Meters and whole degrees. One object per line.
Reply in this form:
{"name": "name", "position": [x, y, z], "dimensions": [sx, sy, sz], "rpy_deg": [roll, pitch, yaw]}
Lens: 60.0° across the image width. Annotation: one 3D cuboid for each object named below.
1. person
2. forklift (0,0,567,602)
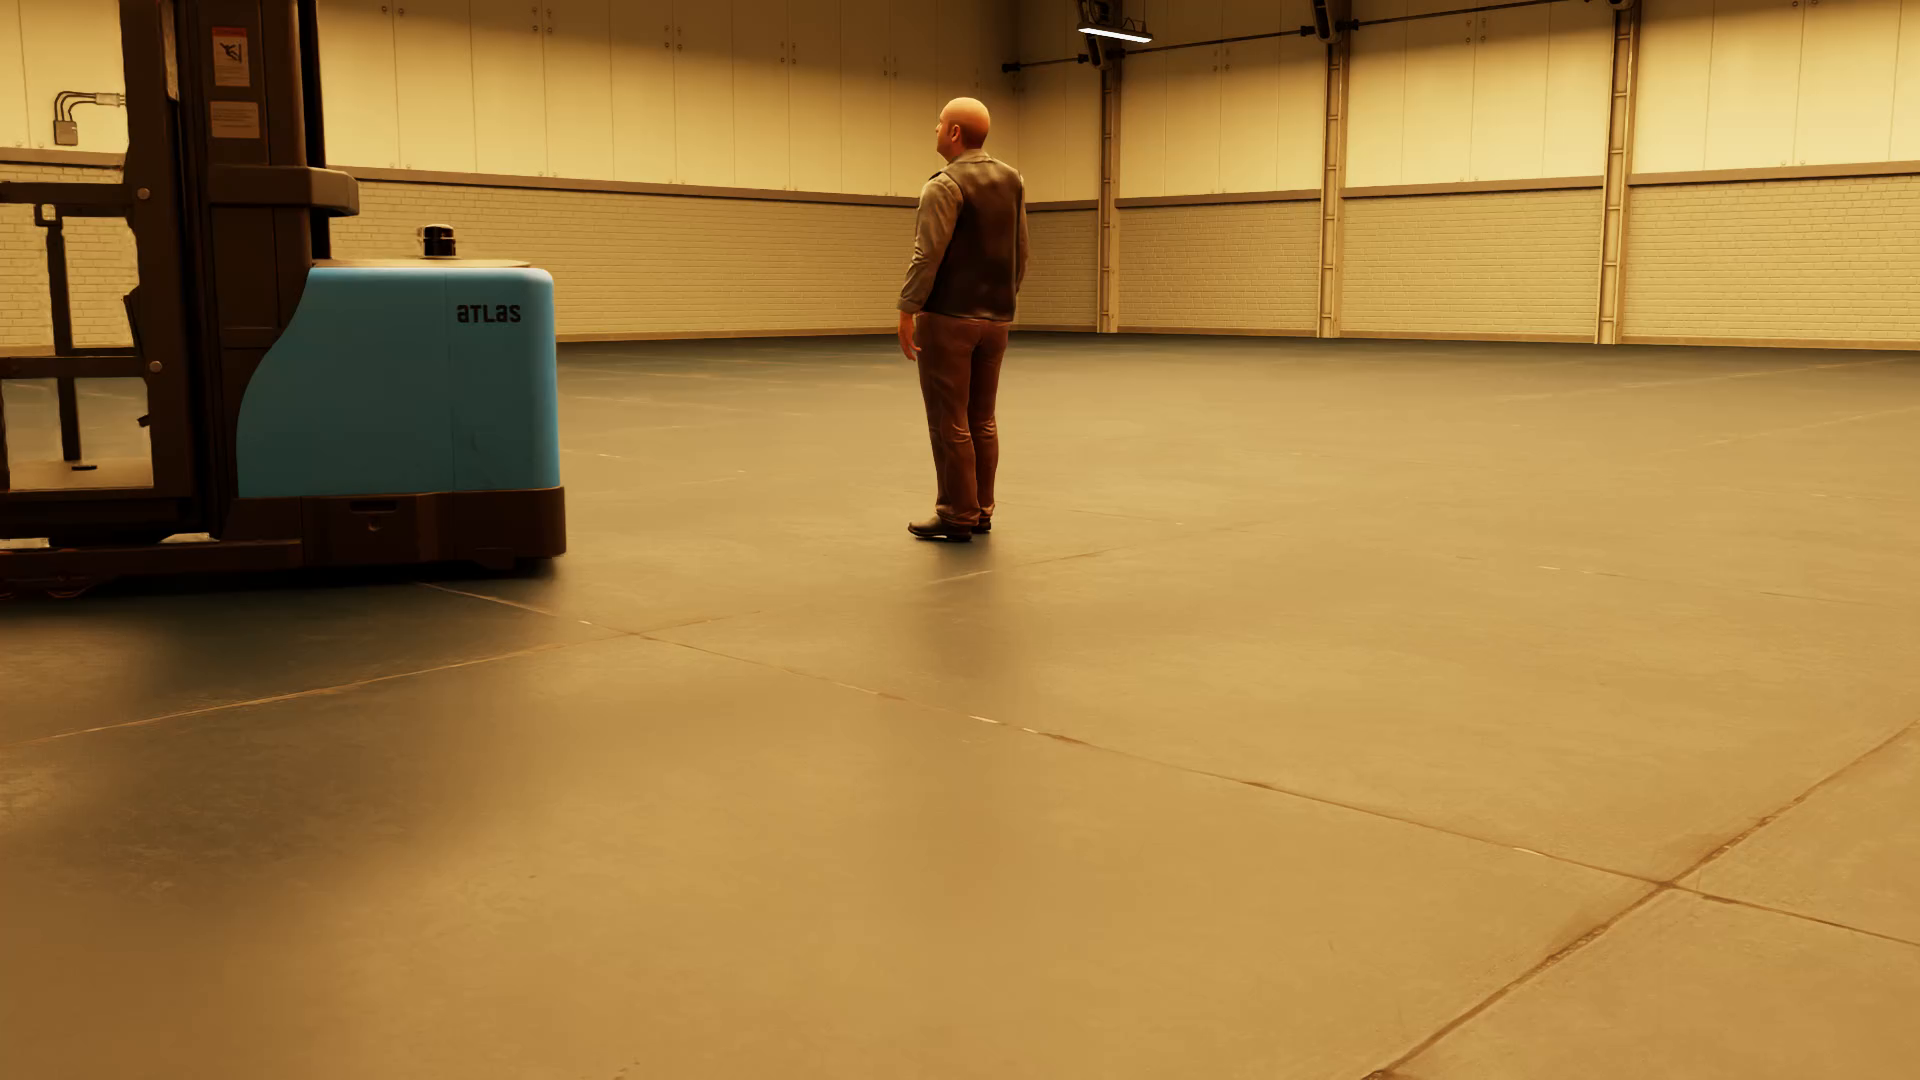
{"name": "person", "position": [-0.040, -0.866, 6.636], "dimensions": [0.566, 1.722, 0.634], "rpy_deg": [8, 12, 43]}
{"name": "forklift", "position": [-2.982, -1.337, 5.751], "dimensions": [3.031, 2.935, 1.130], "rpy_deg": [-2, 9, -15]}
